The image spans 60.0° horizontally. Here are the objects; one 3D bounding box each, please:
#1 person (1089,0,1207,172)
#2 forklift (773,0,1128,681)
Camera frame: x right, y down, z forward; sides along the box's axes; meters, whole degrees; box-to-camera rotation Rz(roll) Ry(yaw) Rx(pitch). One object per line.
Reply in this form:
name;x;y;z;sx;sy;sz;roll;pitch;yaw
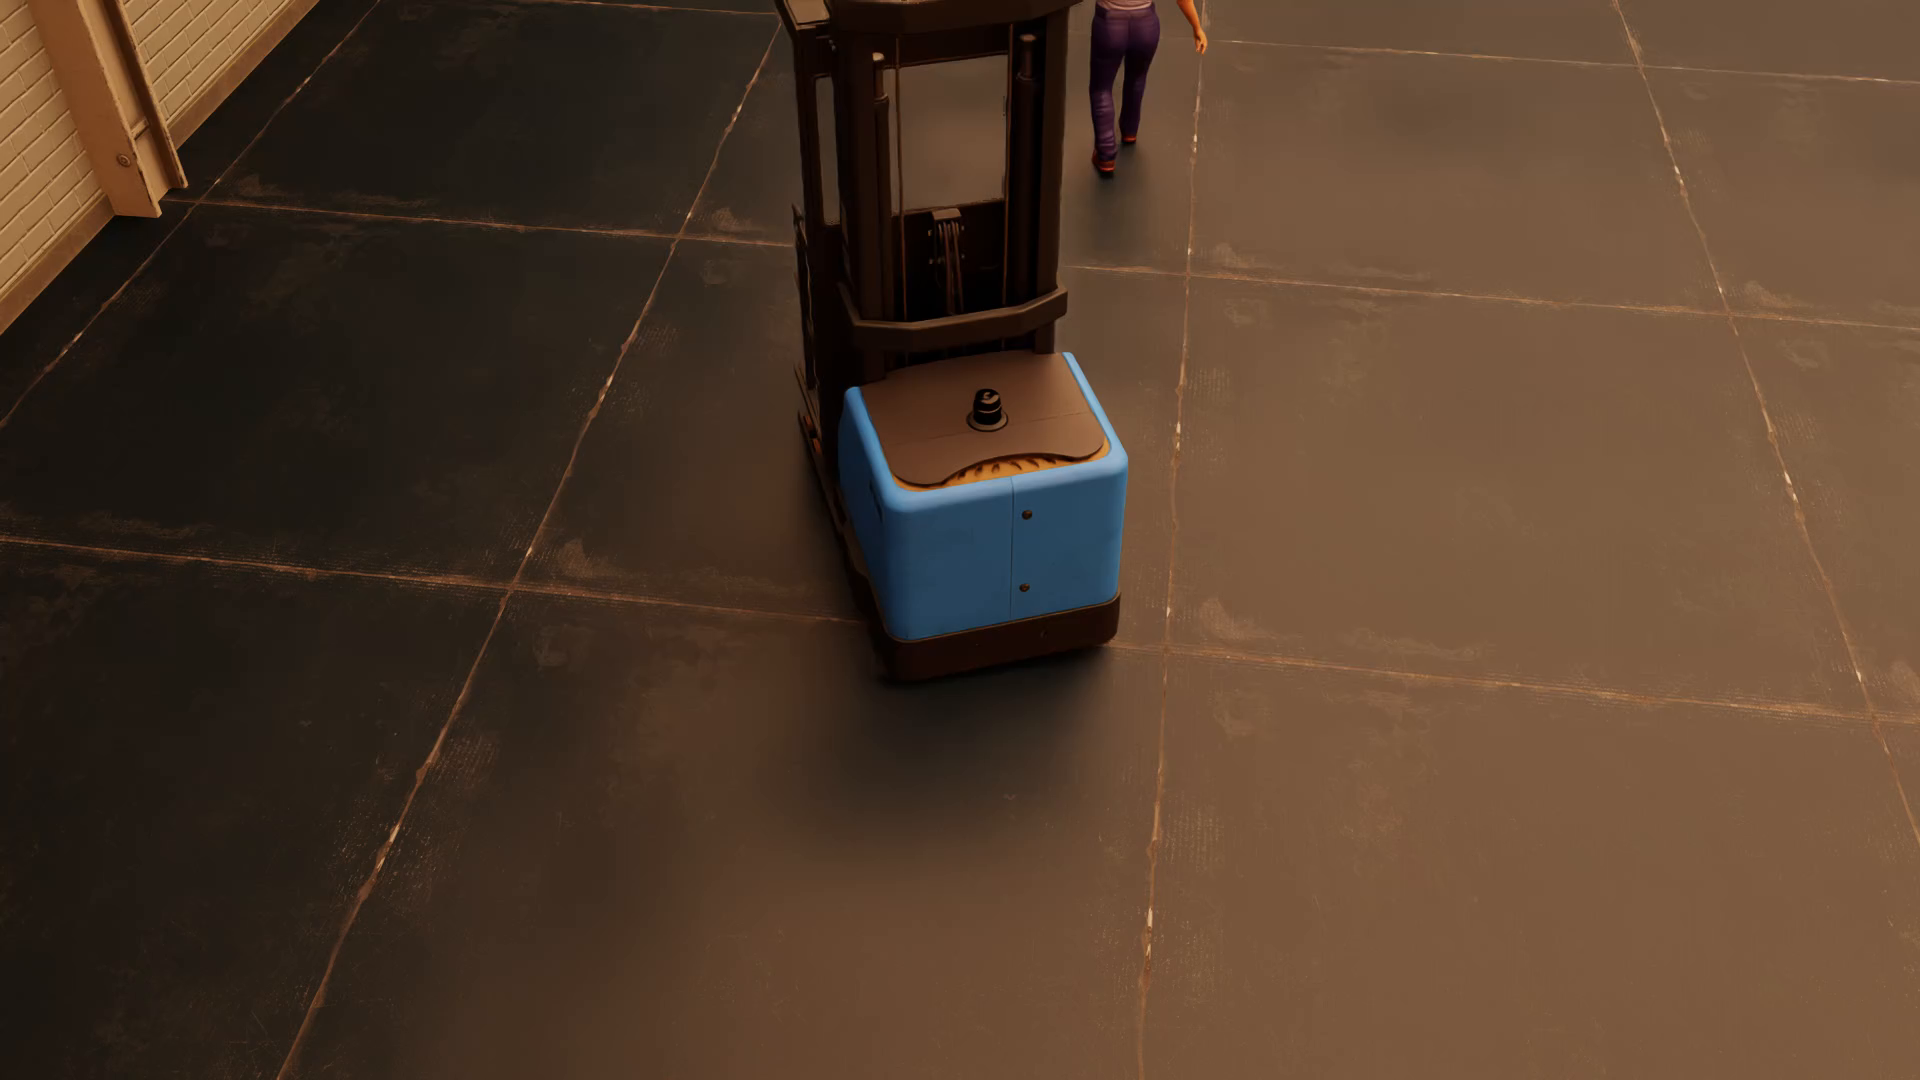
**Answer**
person;1.019;-3.087;10.068;0.894;1.630;0.729;-3;43;-3
forklift;-0.185;-1.486;7.342;1.130;2.935;3.031;-11;44;-11
